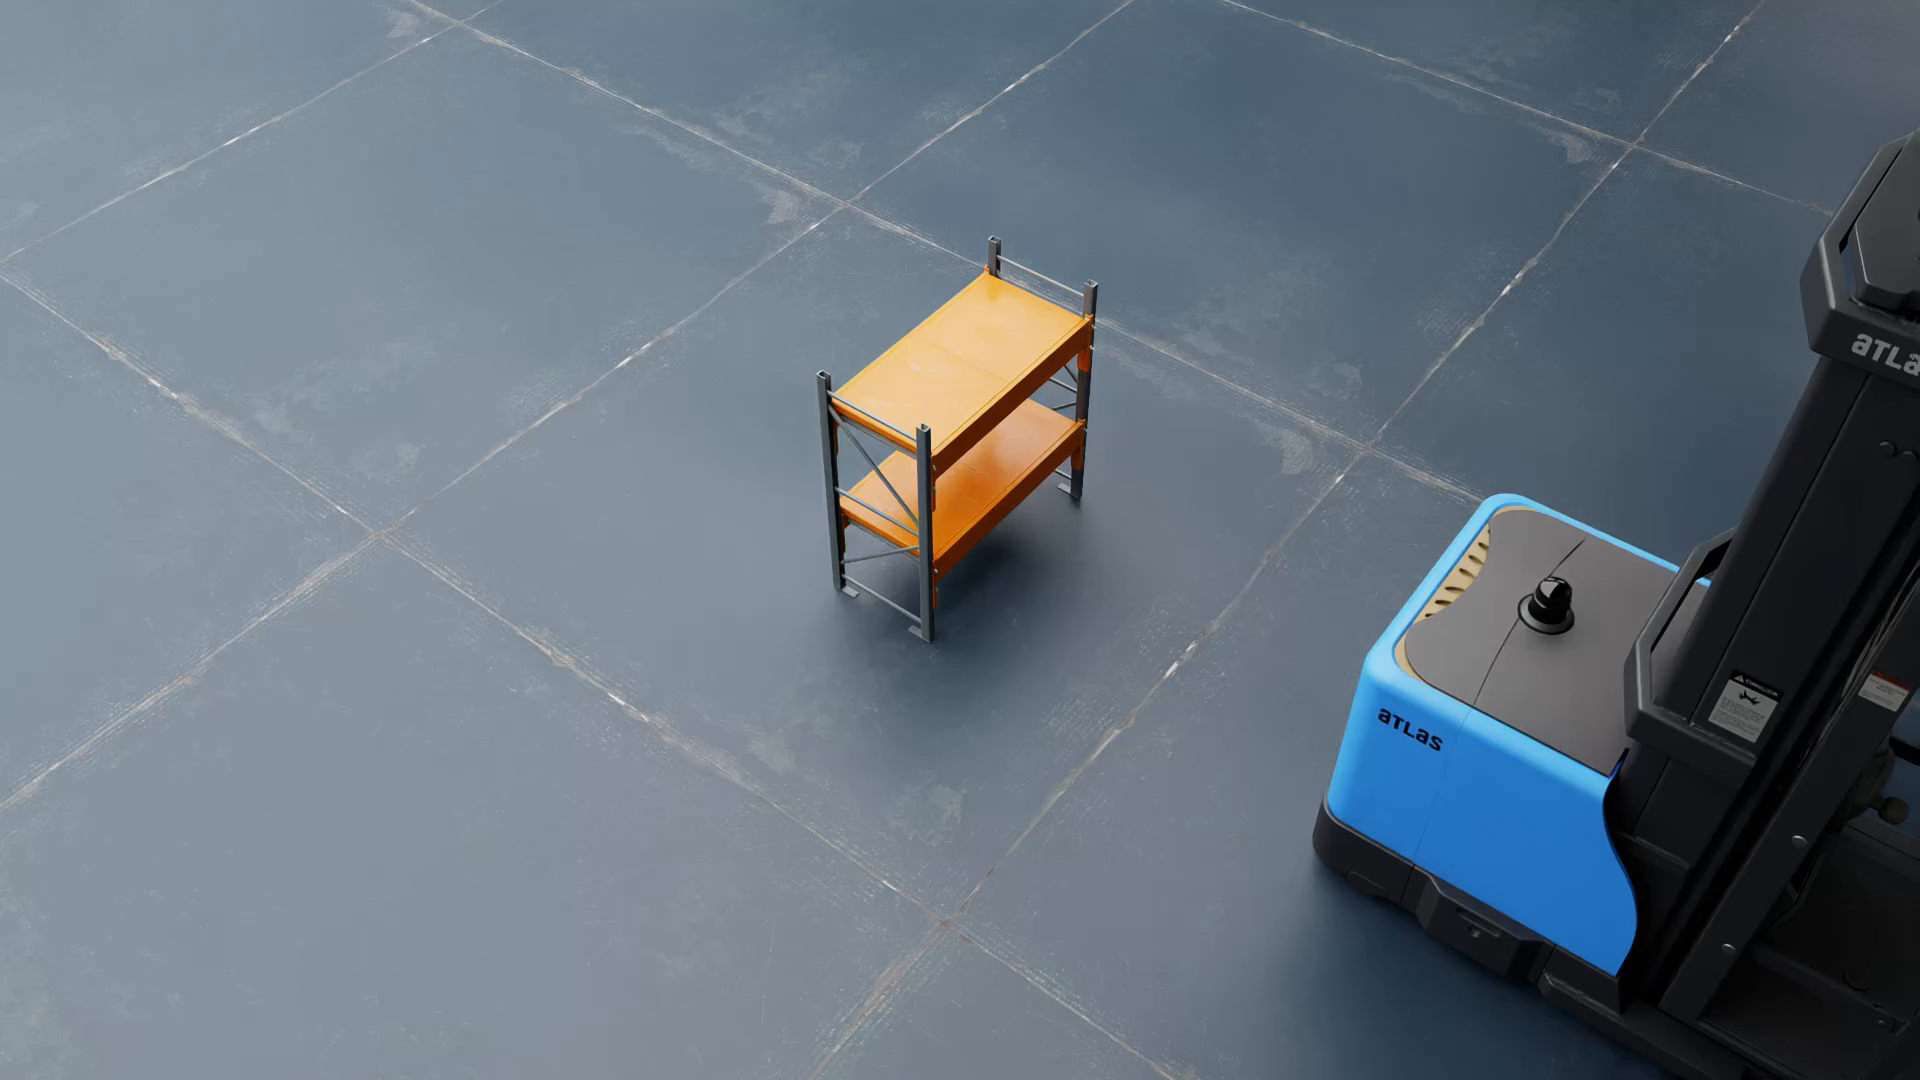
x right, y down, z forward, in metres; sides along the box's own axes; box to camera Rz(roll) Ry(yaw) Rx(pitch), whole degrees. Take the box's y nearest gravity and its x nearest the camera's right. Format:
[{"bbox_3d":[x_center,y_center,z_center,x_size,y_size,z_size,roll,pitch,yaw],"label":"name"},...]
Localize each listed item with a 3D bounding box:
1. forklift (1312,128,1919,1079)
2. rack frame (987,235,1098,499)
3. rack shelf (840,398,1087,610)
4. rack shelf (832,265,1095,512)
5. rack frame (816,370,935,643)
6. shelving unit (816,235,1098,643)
[{"bbox_3d":[2.712,0.467,4.441,3.031,2.935,1.130,29,53,25],"label":"forklift"},{"bbox_3d":[0.315,-0.683,6.790,0.500,1.125,0.032,29,53,25],"label":"rack frame"},{"bbox_3d":[0.004,-0.224,6.688,0.538,0.278,1.000,29,53,25],"label":"rack shelf"},{"bbox_3d":[0.004,-0.595,6.300,0.538,0.278,1.000,29,53,25],"label":"rack shelf"},{"bbox_3d":[-0.307,-0.102,6.234,0.500,1.125,0.032,29,53,25],"label":"rack frame"},{"bbox_3d":[0.004,-0.392,6.512,0.538,1.125,1.048,29,53,25],"label":"shelving unit"}]
